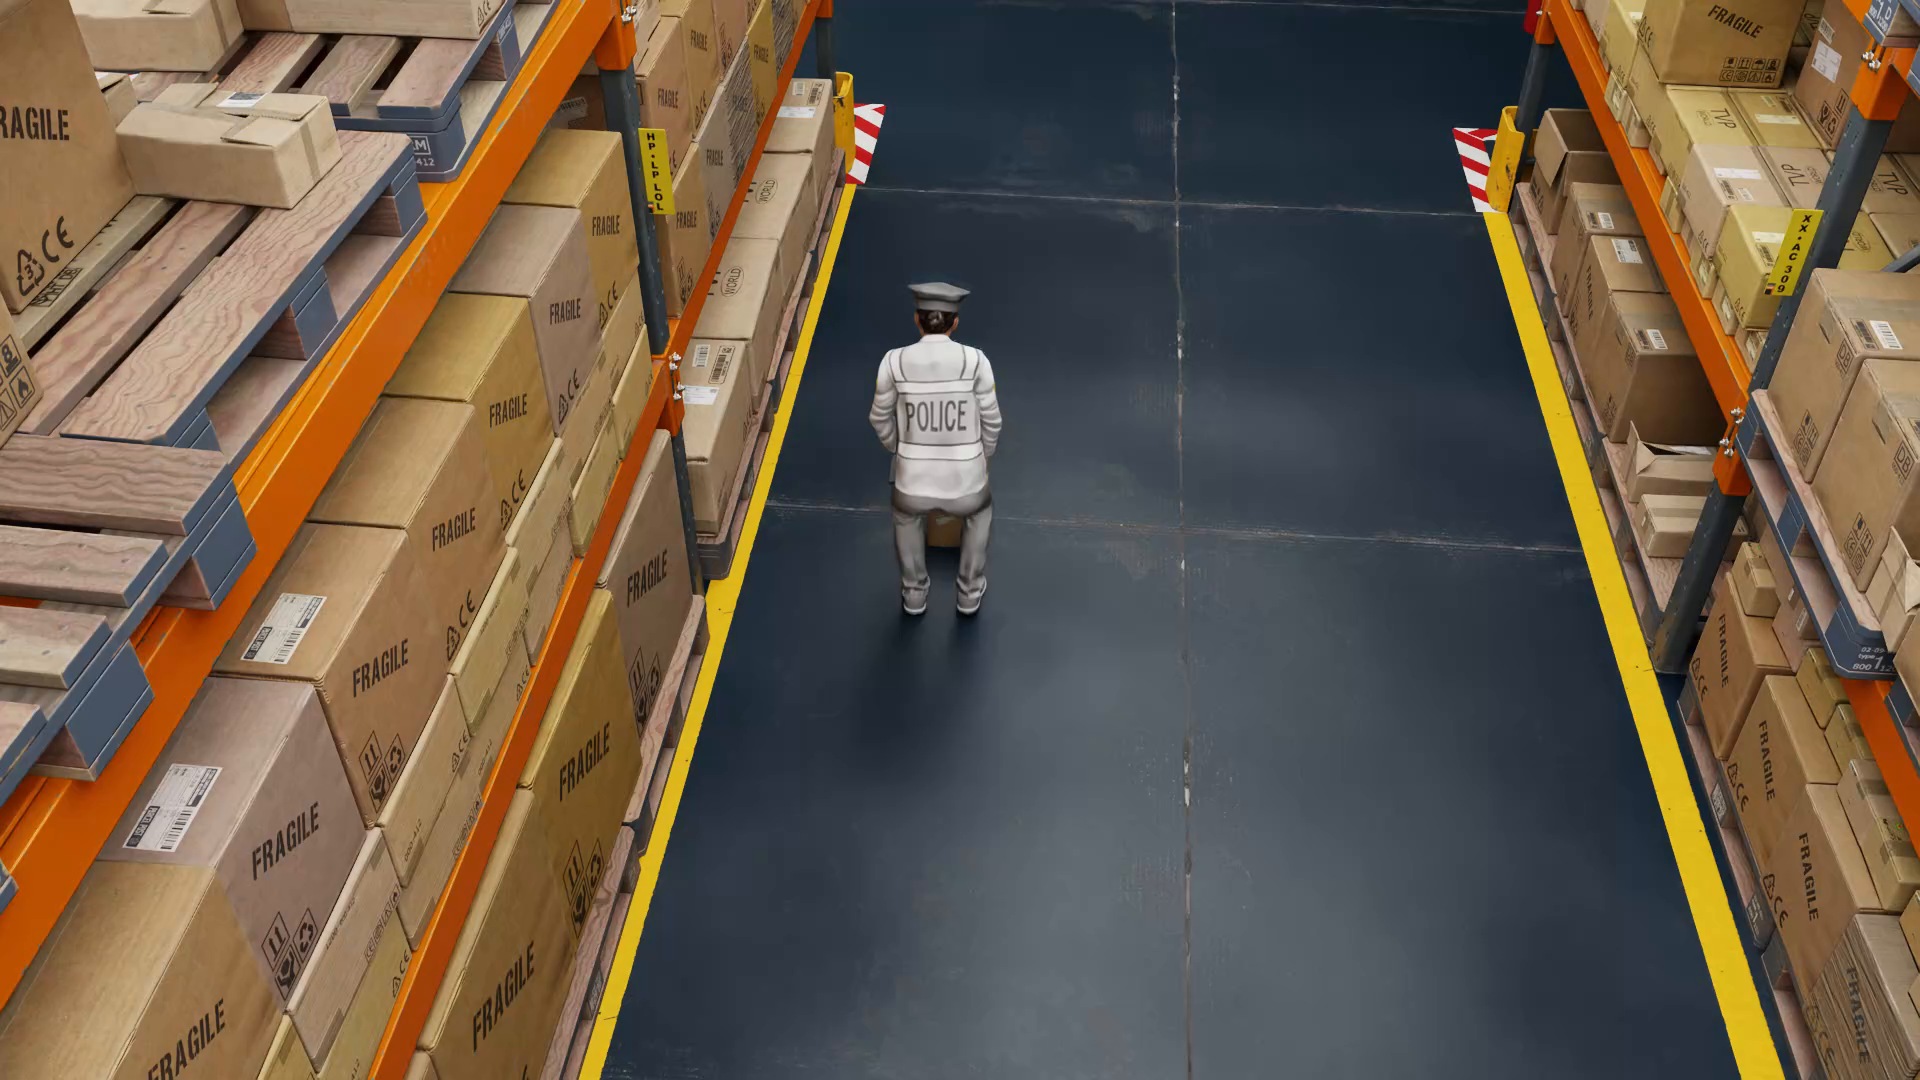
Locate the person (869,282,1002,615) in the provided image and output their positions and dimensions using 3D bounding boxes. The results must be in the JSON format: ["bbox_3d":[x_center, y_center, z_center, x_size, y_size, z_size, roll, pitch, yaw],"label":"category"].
[{"bbox_3d":[-0.101,-0.337,6.743,0.534,1.430,0.656,3,40,4],"label":"person"}]
